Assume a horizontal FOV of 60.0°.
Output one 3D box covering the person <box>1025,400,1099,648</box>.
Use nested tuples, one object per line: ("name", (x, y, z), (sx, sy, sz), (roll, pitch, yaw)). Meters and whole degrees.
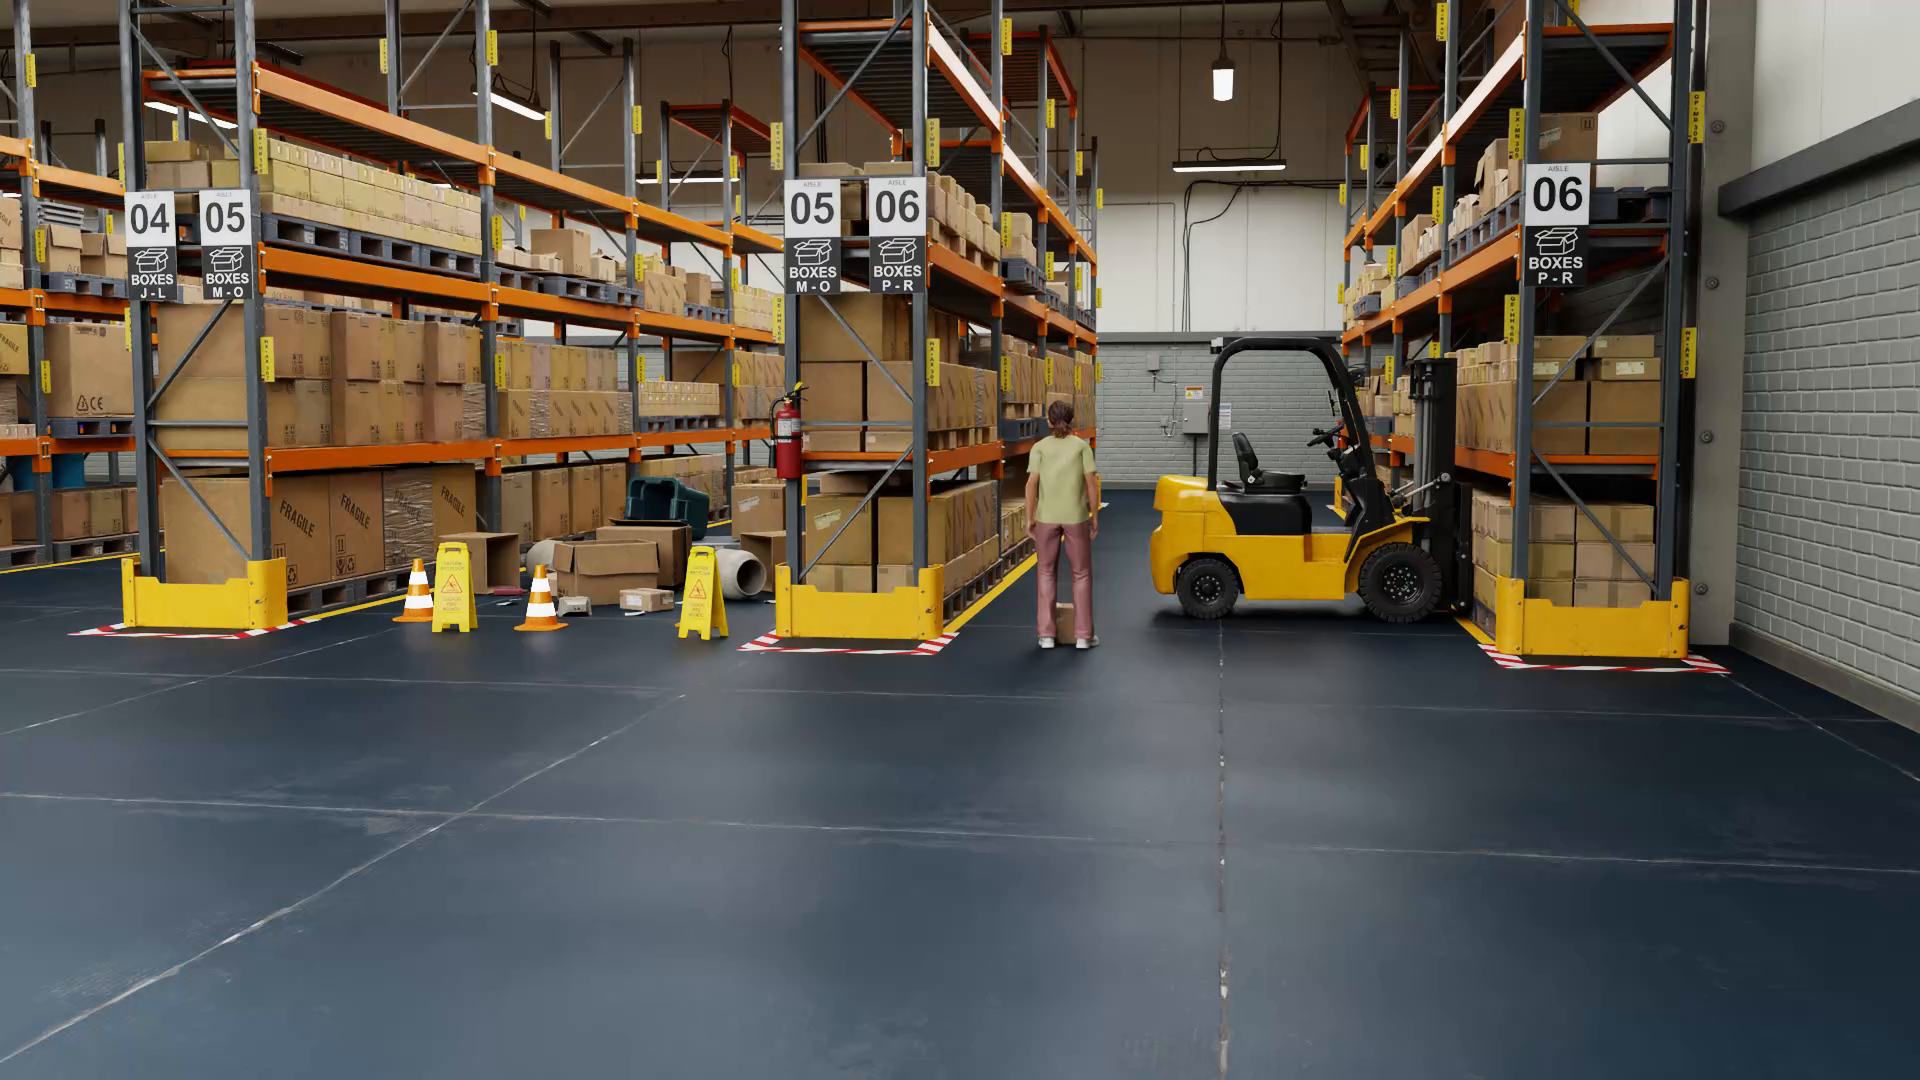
("person", (0.692, -0.101, 11.226), (0.499, 1.658, 0.357), (1, 5, 6))
